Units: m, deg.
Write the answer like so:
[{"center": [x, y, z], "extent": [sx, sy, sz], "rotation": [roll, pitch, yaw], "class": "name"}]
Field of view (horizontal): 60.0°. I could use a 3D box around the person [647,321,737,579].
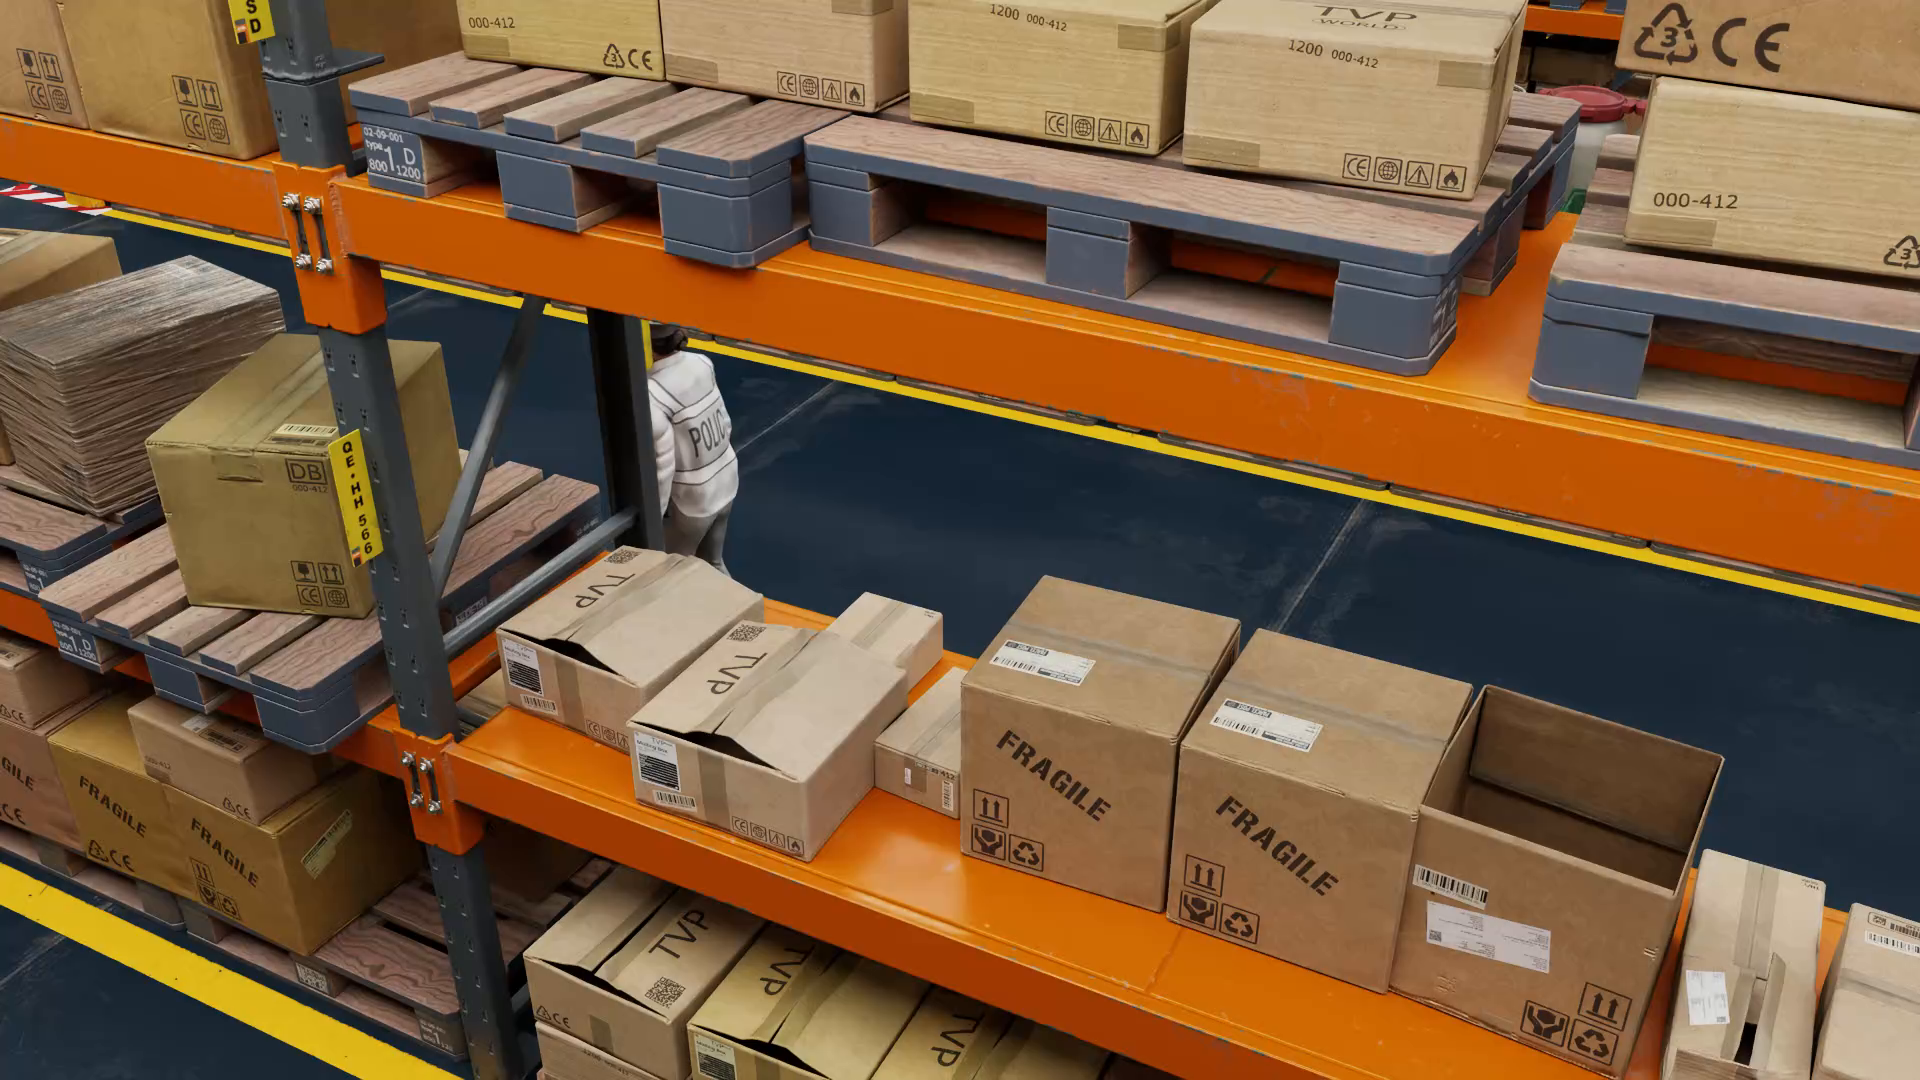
[{"center": [-1.076, -0.148, 6.383], "extent": [0.415, 1.661, 0.539], "rotation": [12, 32, 20], "class": "person"}]
